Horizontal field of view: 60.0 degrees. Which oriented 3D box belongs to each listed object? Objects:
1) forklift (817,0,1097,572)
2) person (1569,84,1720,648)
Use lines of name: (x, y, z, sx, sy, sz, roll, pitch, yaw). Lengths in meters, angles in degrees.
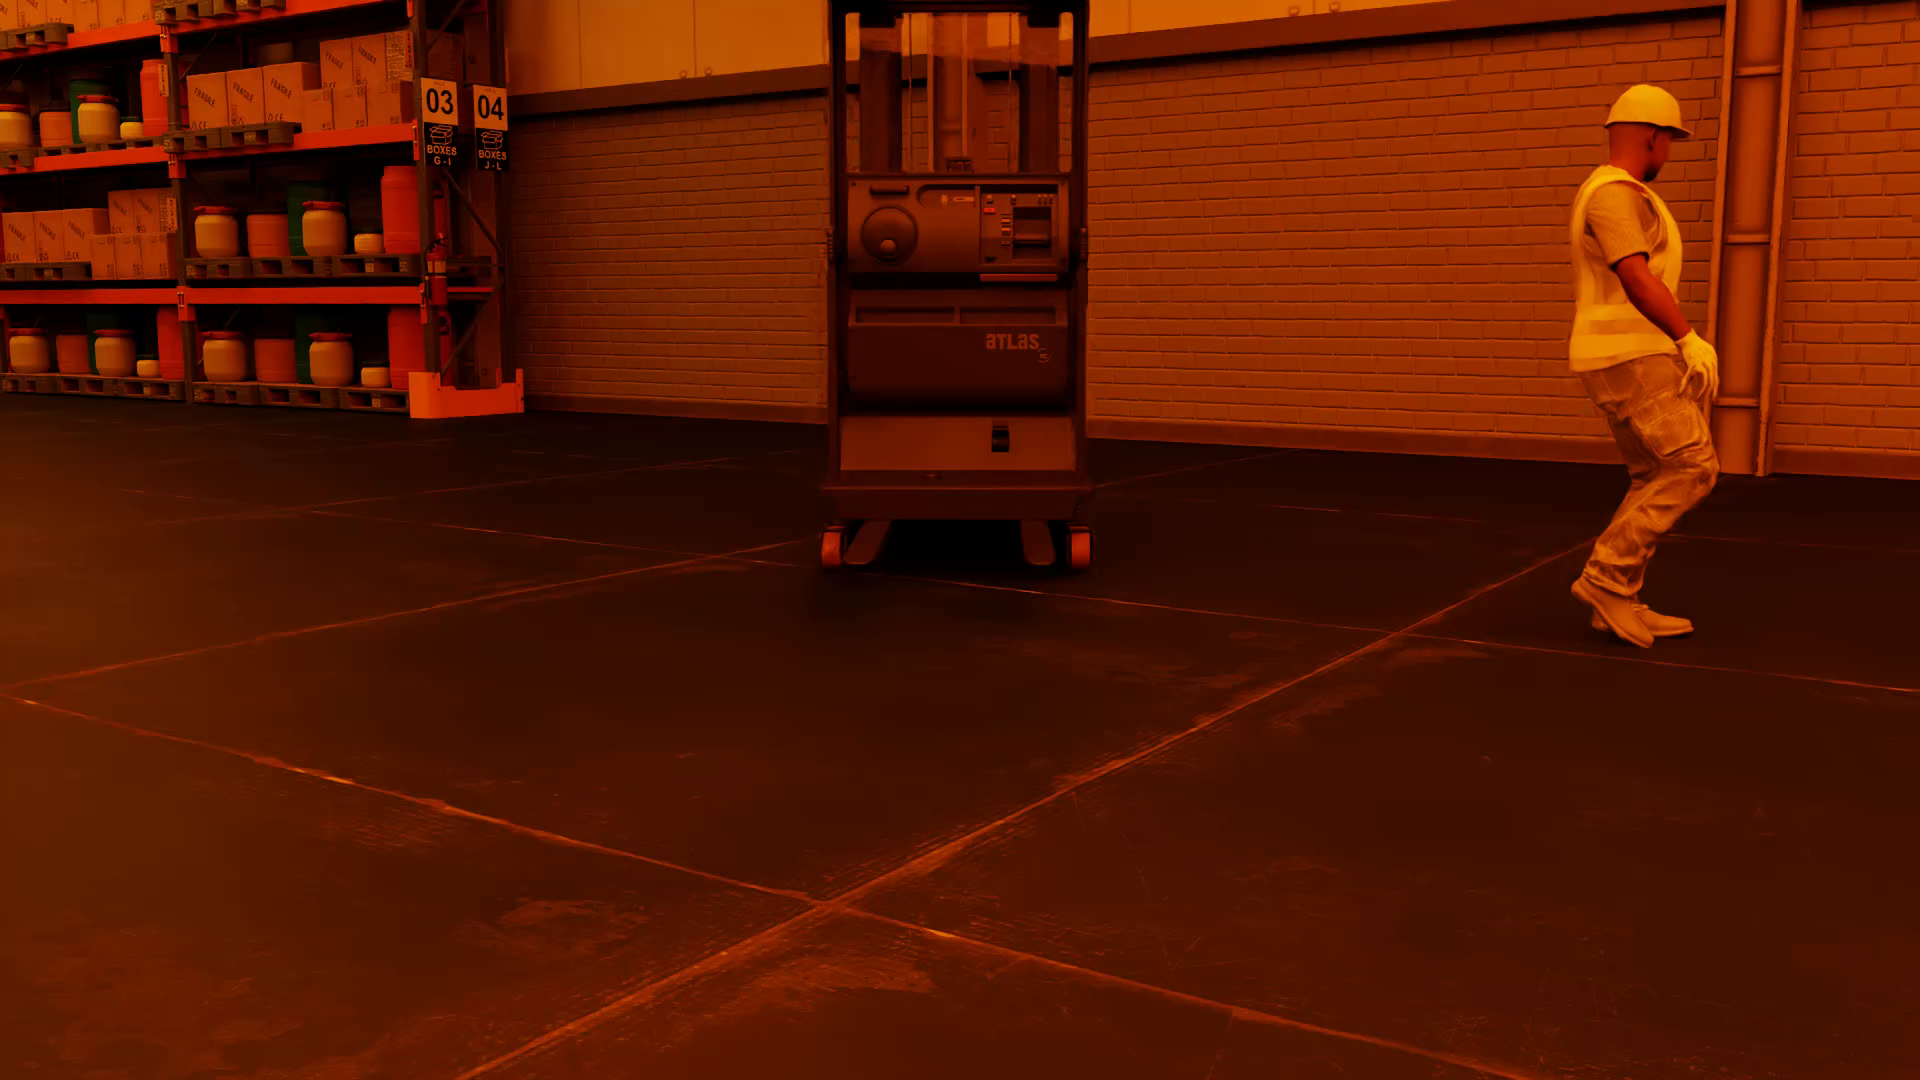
forklift: (-0.009, -1.365, 6.793, 1.130, 2.935, 3.031, 0, 8, 1)
person: (2.195, -0.559, 5.354, 0.483, 1.762, 0.827, 3, 9, 22)
